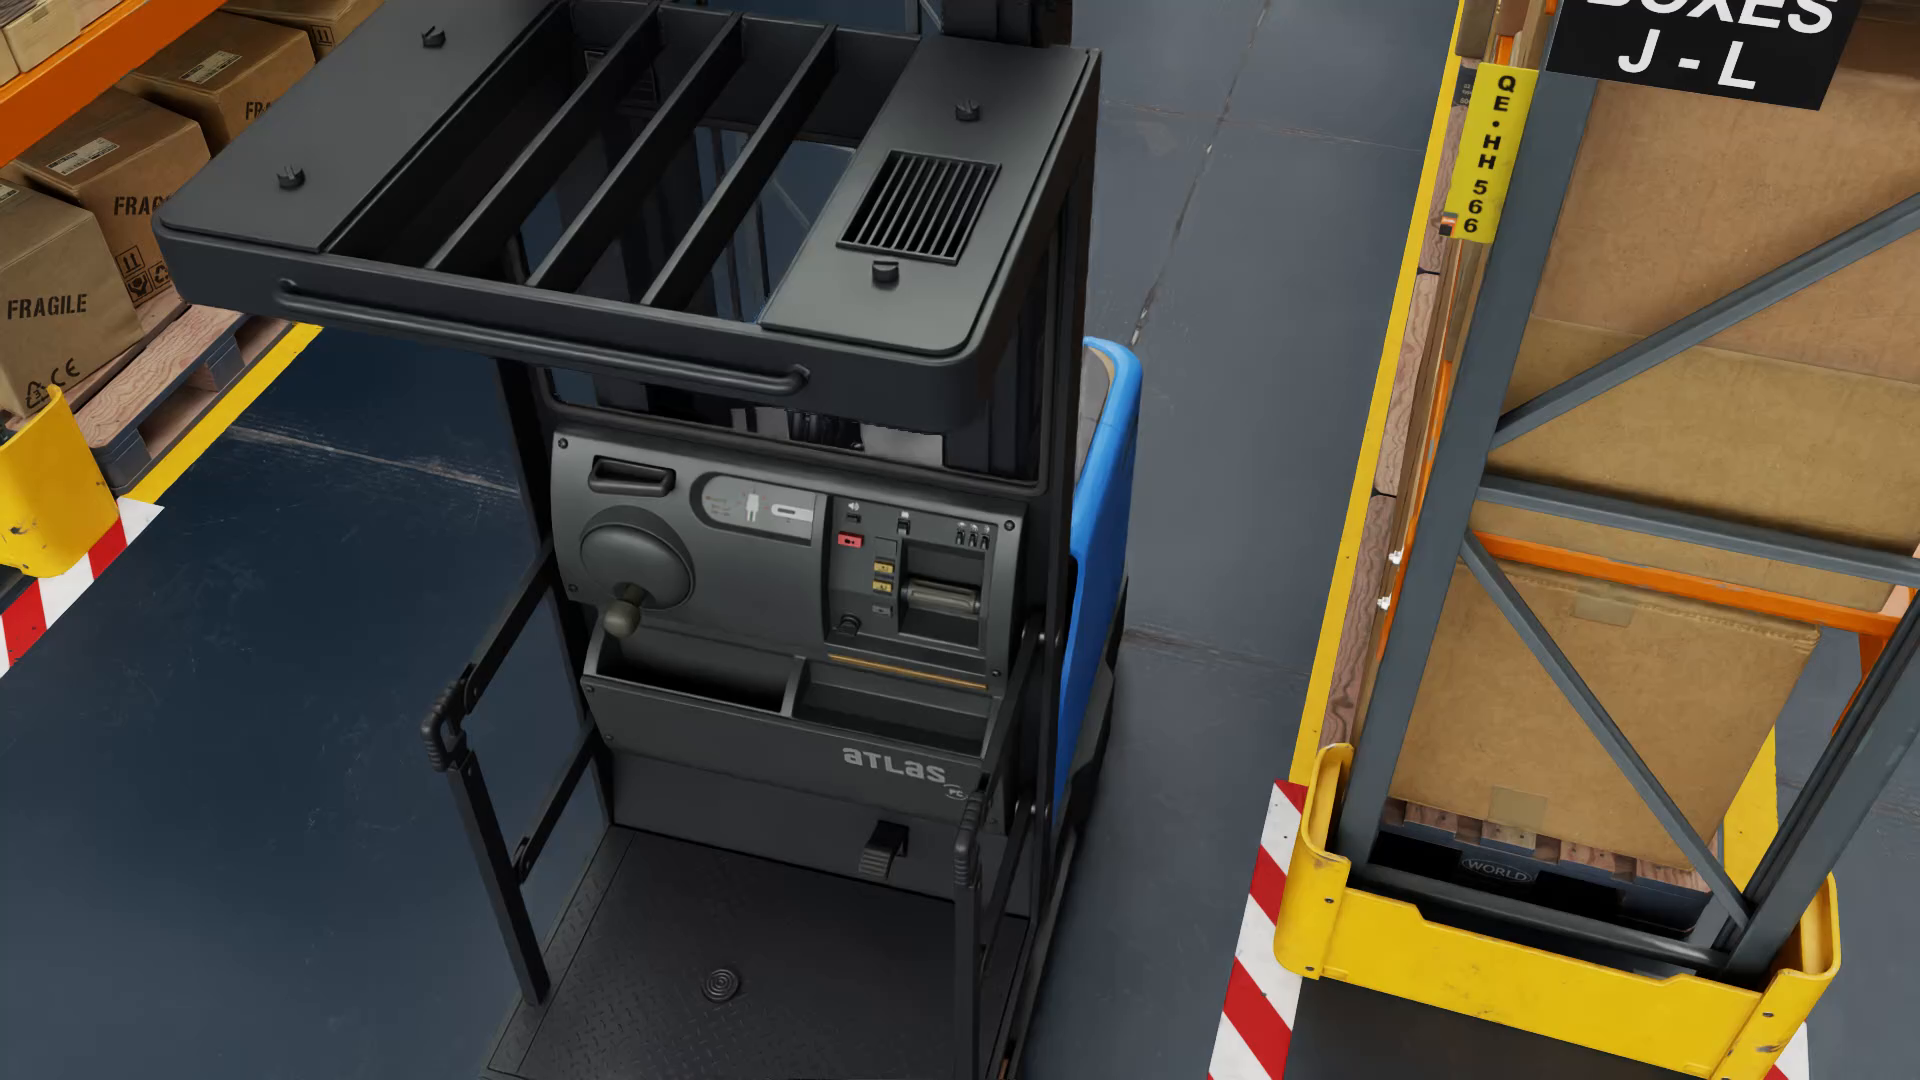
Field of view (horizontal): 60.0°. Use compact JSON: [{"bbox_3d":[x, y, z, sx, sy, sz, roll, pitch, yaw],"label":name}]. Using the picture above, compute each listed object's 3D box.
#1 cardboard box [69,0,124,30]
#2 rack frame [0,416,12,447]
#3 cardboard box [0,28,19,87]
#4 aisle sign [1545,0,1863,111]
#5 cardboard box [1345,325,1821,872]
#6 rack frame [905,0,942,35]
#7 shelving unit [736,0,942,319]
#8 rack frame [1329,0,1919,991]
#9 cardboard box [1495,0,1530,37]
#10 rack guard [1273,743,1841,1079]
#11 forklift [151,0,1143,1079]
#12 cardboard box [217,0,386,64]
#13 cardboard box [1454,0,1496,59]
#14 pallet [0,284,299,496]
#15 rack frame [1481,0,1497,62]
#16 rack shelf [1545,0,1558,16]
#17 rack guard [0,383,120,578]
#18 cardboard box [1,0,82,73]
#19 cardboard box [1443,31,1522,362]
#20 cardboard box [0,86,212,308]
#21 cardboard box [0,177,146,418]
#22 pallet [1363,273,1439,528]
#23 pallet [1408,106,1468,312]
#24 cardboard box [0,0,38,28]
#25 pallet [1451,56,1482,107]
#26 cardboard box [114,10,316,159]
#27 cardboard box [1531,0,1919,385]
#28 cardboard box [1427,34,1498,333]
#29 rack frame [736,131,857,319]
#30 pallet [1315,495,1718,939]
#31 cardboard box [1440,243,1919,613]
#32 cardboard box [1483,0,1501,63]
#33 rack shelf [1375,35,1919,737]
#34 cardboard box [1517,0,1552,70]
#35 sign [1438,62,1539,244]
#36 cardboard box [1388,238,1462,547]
[{"bbox_3d":[-2.754,-1.677,4.999,0.380,0.149,0.250,13,46,13],"label":"cardboard box"},{"bbox_3d":[-3.307,-1.130,4.261,1.000,3.000,0.127,13,46,13],"label":"rack frame"},{"bbox_3d":[-2.900,-1.343,4.657,0.380,0.149,0.250,13,46,13],"label":"cardboard box"},{"bbox_3d":[1.082,-0.958,2.226,0.394,0.787,0.004,13,46,13],"label":"aisle sign"},{"bbox_3d":[1.532,0.131,4.191,0.875,0.875,0.875,13,46,13],"label":"cardboard box"},{"bbox_3d":[0.064,-1.221,5.426,0.500,1.500,0.032,18,47,17],"label":"rack frame"},{"bbox_3d":[-0.145,-0.904,5.101,0.587,1.500,1.083,18,47,17],"label":"shelving unit"},{"bbox_3d":[1.389,-0.013,3.118,1.000,3.000,0.127,13,46,13],"label":"rack frame"},{"bbox_3d":[2.080,-1.777,4.815,0.875,0.550,0.550,13,46,13],"label":"cardboard box"},{"bbox_3d":[1.382,0.897,3.976,1.175,0.500,0.348,13,46,13],"label":"rack guard"},{"bbox_3d":[-0.395,0.130,3.022,1.130,2.935,3.031,11,45,11],"label":"forklift"},{"bbox_3d":[-2.534,-1.981,6.617,0.500,0.500,0.500,9,45,9],"label":"cardboard box"},{"bbox_3d":[2.703,-2.458,6.925,1.050,0.750,0.750,12,46,12],"label":"cardboard box"},{"bbox_3d":[-3.004,-0.718,5.833,1.003,0.211,1.213,13,46,13],"label":"pallet"},{"bbox_3d":[2.601,-2.679,5.843,1.000,3.000,0.127,13,46,13],"label":"rack frame"},{"bbox_3d":[1.995,-2.161,3.683,1.077,0.370,4.000,13,46,13],"label":"rack shelf"},{"bbox_3d":[-3.284,-0.288,5.187,1.175,0.500,0.348,13,46,13],"label":"rack guard"},{"bbox_3d":[-2.810,-1.506,4.824,0.380,0.149,0.250,13,46,13],"label":"cardboard box"},{"bbox_3d":[1.604,-0.694,3.708,0.875,0.550,0.550,13,46,13],"label":"cardboard box"},{"bbox_3d":[-2.954,-1.206,5.824,0.500,0.500,0.500,24,49,23],"label":"cardboard box"},{"bbox_3d":[-3.102,-0.800,5.410,0.500,0.500,0.500,21,48,20],"label":"cardboard box"},{"bbox_3d":[1.928,-0.376,5.483,1.003,0.211,1.213,13,46,13],"label":"pallet"},{"bbox_3d":[2.296,-1.192,6.317,1.003,0.211,1.213,13,46,13],"label":"pallet"},{"bbox_3d":[-3.114,-1.633,4.490,0.875,0.500,0.500,13,46,13],"label":"cardboard box"},{"bbox_3d":[2.762,-2.212,7.360,1.003,0.211,1.213,13,46,13],"label":"pallet"},{"bbox_3d":[-2.746,-1.619,6.247,0.500,0.500,0.500,17,47,16],"label":"cardboard box"},{"bbox_3d":[1.539,-0.691,2.932,0.875,0.550,0.550,13,46,13],"label":"cardboard box"},{"bbox_3d":[2.074,-1.063,5.411,0.875,0.875,0.875,13,46,13],"label":"cardboard box"},{"bbox_3d":[-0.361,-0.575,4.765,0.500,1.500,0.032,18,47,17],"label":"rack frame"},{"bbox_3d":[1.557,0.435,4.655,1.003,0.211,1.213,13,46,13],"label":"pallet"},{"bbox_3d":[1.458,-0.323,3.328,0.875,0.550,0.550,13,46,13],"label":"cardboard box"},{"bbox_3d":[2.343,-1.665,6.026,0.875,0.875,0.875,13,46,13],"label":"cardboard box"},{"bbox_3d":[1.995,-1.089,4.732,1.077,0.370,4.000,13,46,13],"label":"rack shelf"},{"bbox_3d":[1.617,-1.077,3.327,0.875,0.550,0.550,13,46,13],"label":"cardboard box"},{"bbox_3d":[0.876,-0.635,2.757,0.100,0.325,0.005,13,46,13],"label":"sign"},{"bbox_3d":[1.796,-0.456,4.790,0.875,0.875,0.875,12,46,12],"label":"cardboard box"}]
